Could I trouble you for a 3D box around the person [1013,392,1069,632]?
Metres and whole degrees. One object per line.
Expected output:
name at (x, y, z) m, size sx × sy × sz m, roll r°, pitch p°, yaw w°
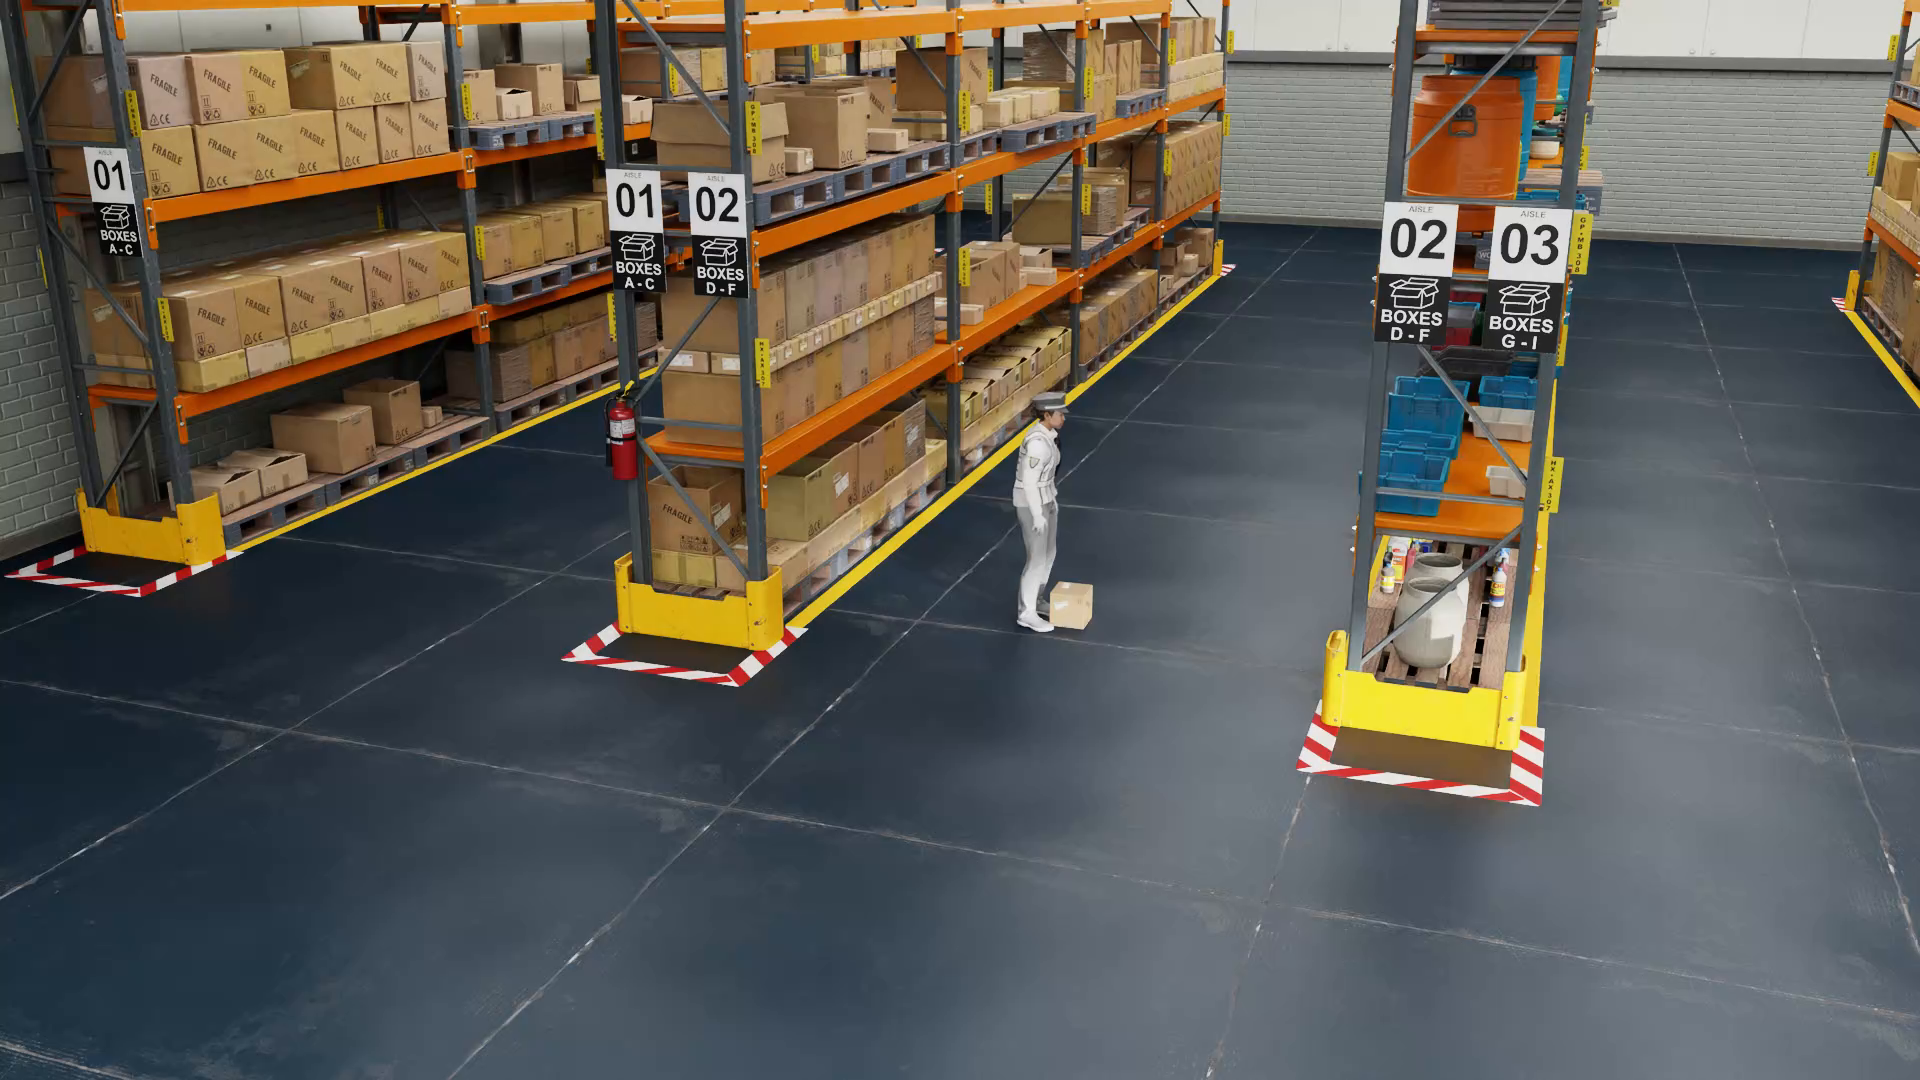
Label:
person at (0.568, -0.230, 11.727) m, size 0.369 × 1.667 × 0.546 m, roll 5°, pitch 20°, yaw 16°
